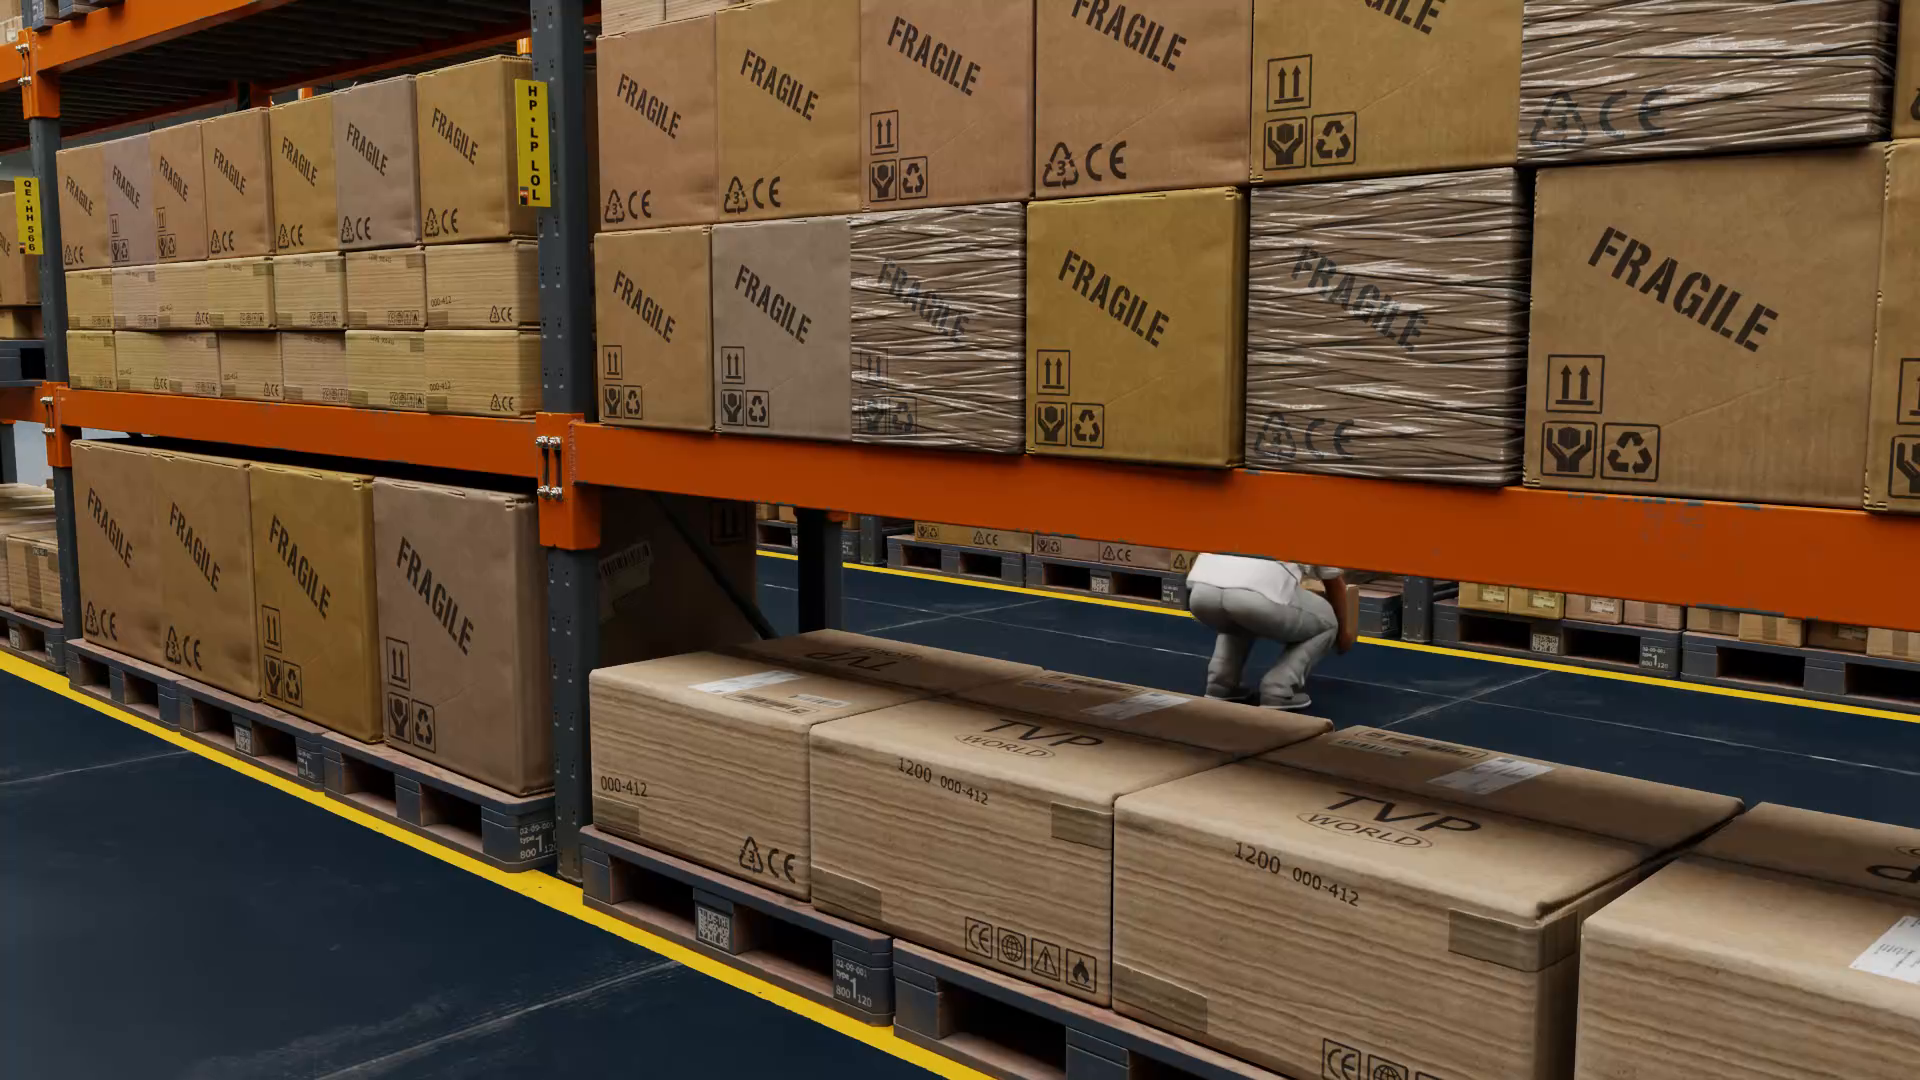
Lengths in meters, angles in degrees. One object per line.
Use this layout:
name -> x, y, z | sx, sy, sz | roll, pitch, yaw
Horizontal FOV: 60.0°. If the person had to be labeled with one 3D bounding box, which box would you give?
person -> 1.298, 0.206, 6.978 | 0.527, 0.959, 0.852 | 7, 10, 43
